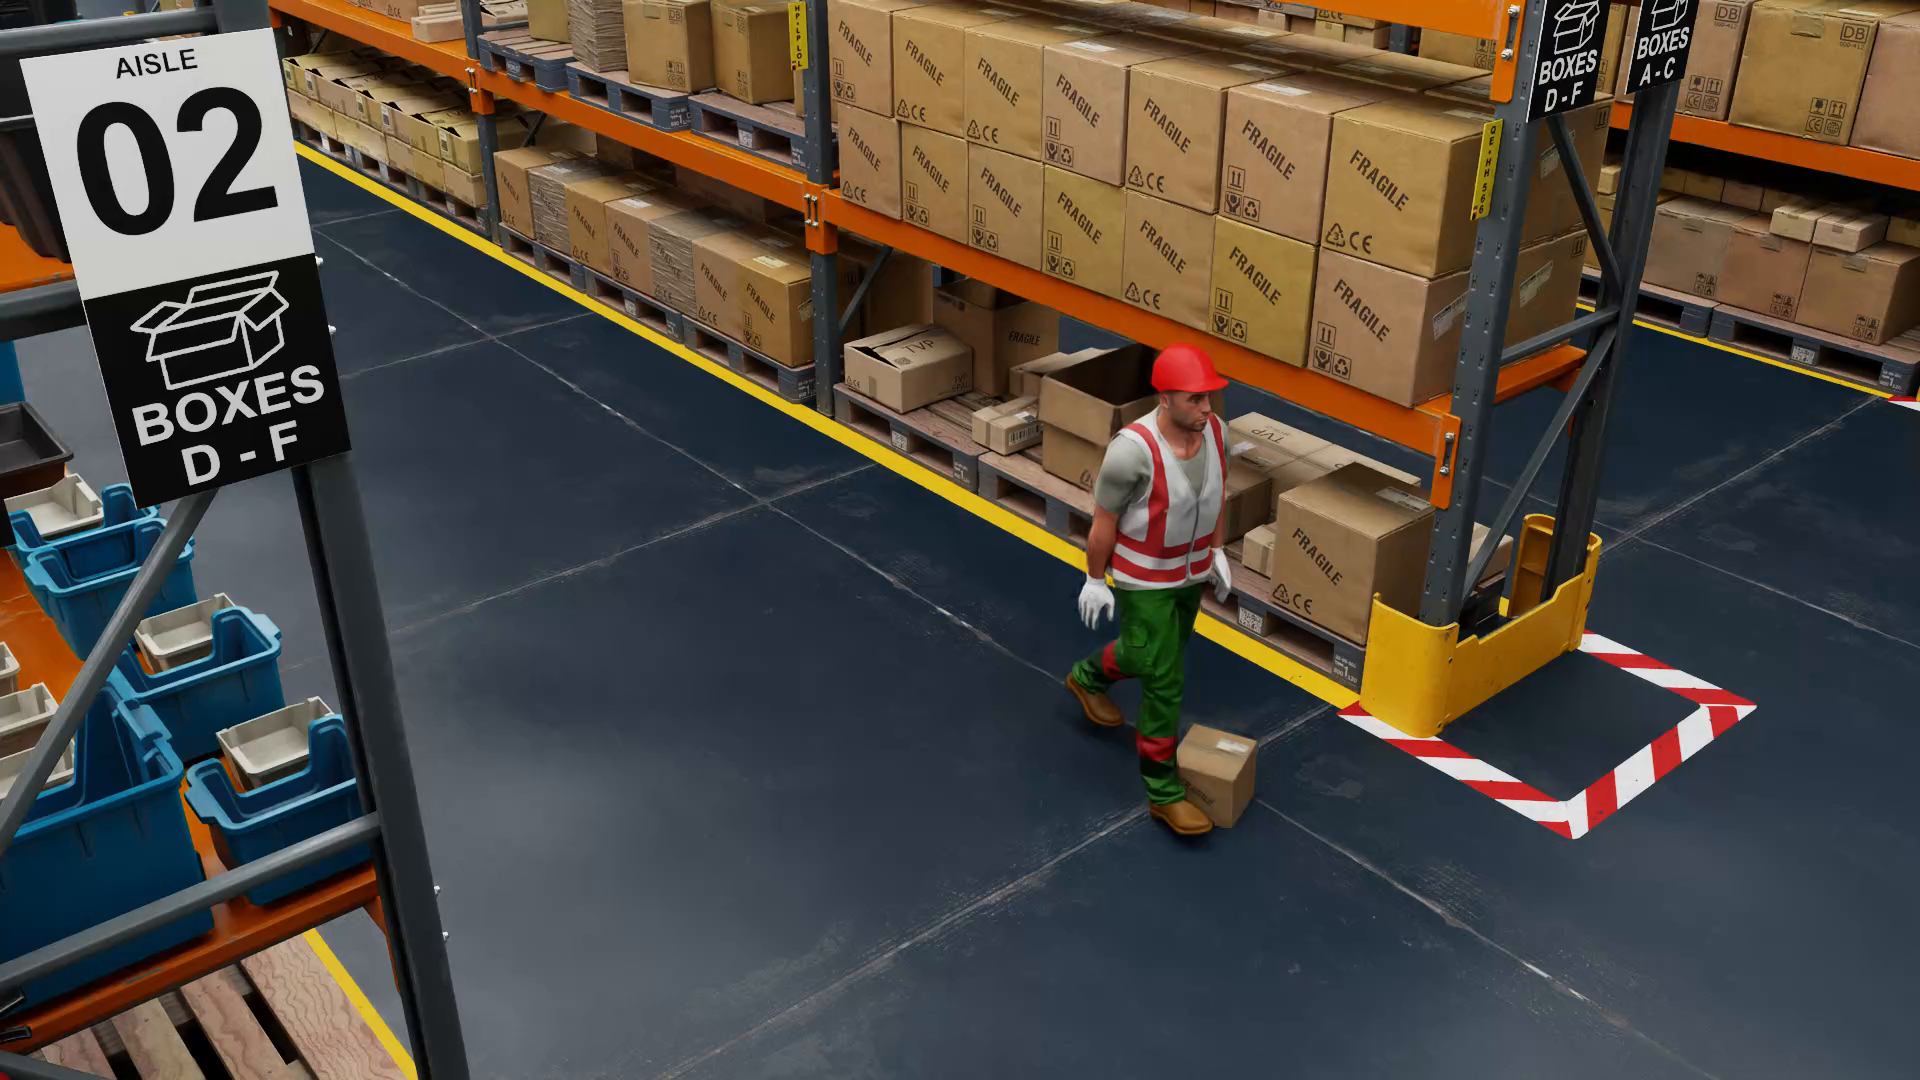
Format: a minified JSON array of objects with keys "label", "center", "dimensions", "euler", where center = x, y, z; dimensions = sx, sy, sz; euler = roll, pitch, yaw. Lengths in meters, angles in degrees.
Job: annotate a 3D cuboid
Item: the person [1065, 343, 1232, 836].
[{"label":"person","center":[0.690,0.105,5.901],"dimensions":[0.574,1.767,0.947],"euler":[-21,34,-34]}]
